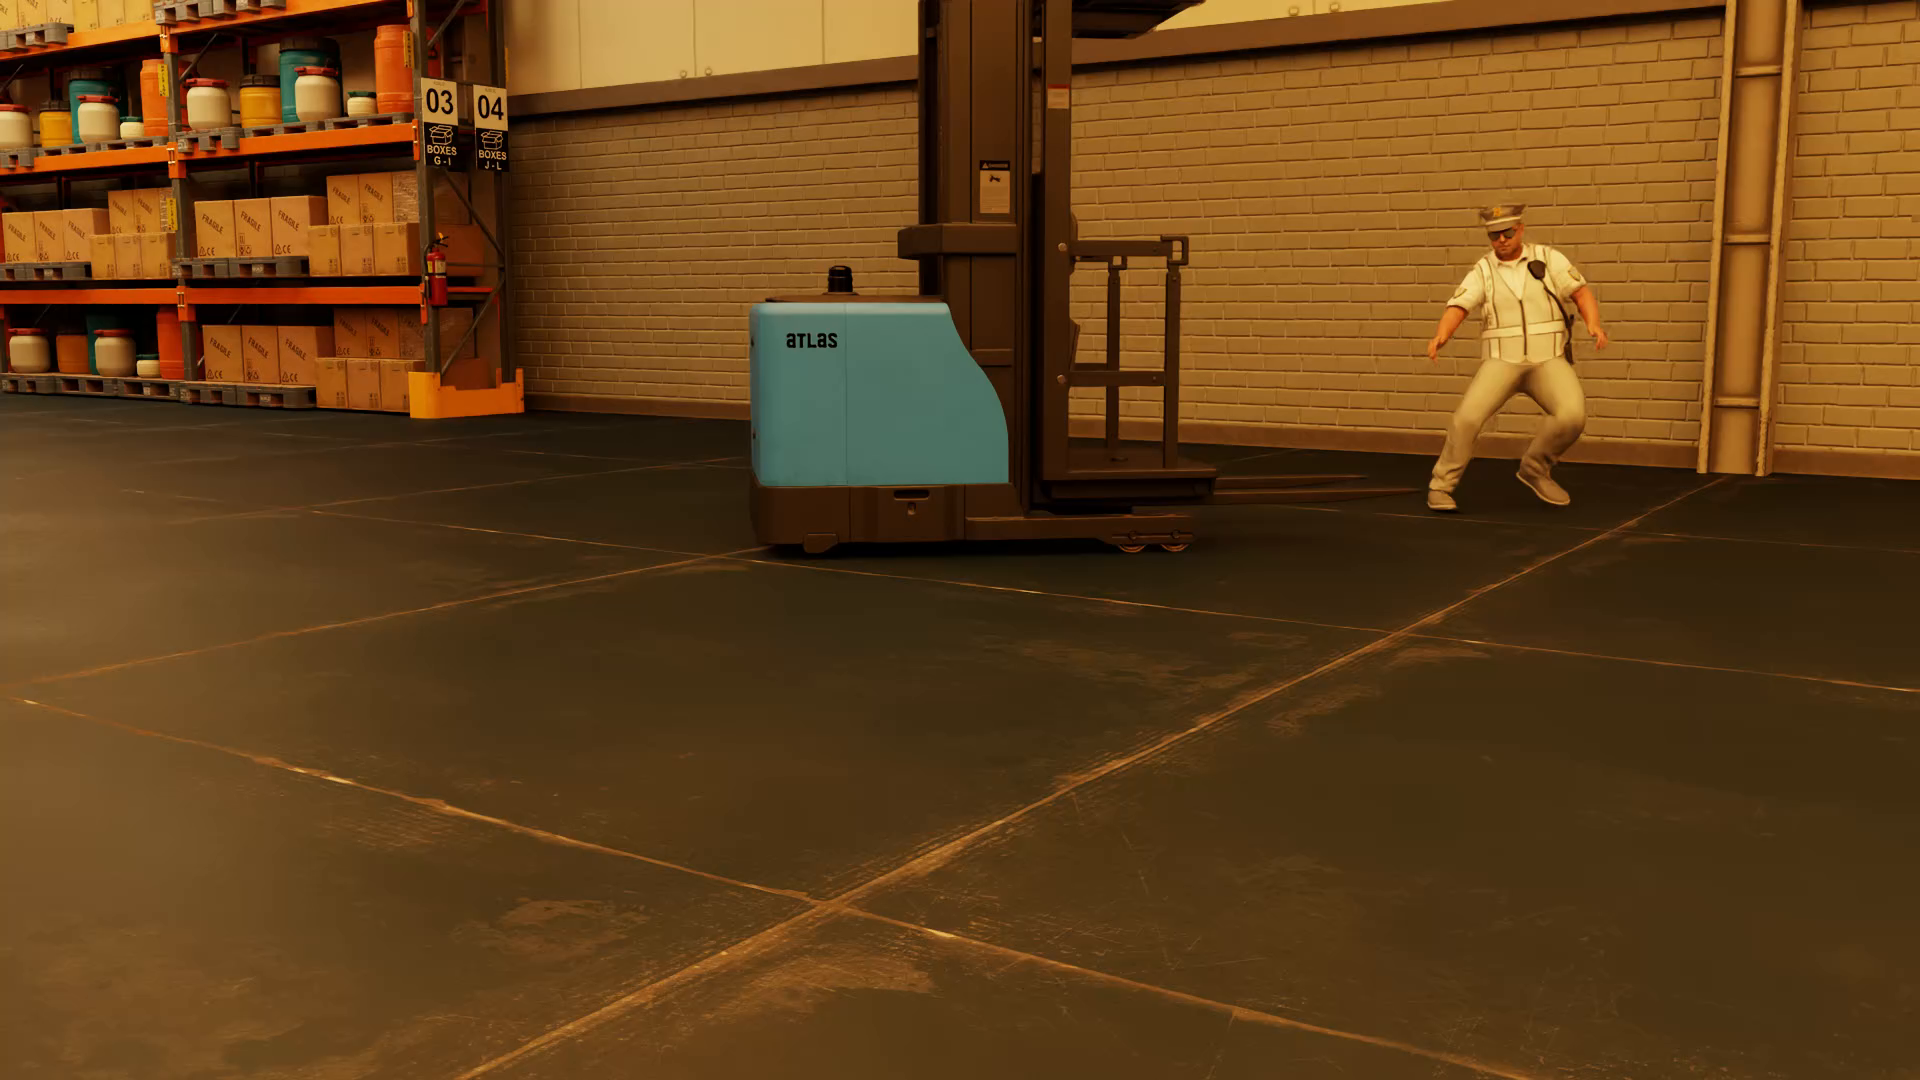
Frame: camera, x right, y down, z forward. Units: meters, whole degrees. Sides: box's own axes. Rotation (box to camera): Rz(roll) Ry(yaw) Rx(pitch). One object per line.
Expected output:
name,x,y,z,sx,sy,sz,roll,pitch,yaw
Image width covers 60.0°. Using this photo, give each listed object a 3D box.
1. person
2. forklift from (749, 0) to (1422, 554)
person,2.867,-0.945,8.578,0.861,1.582,0.681,2,8,17
forklift,0.570,-1.467,7.512,3.031,2.935,1.130,-1,8,-9
